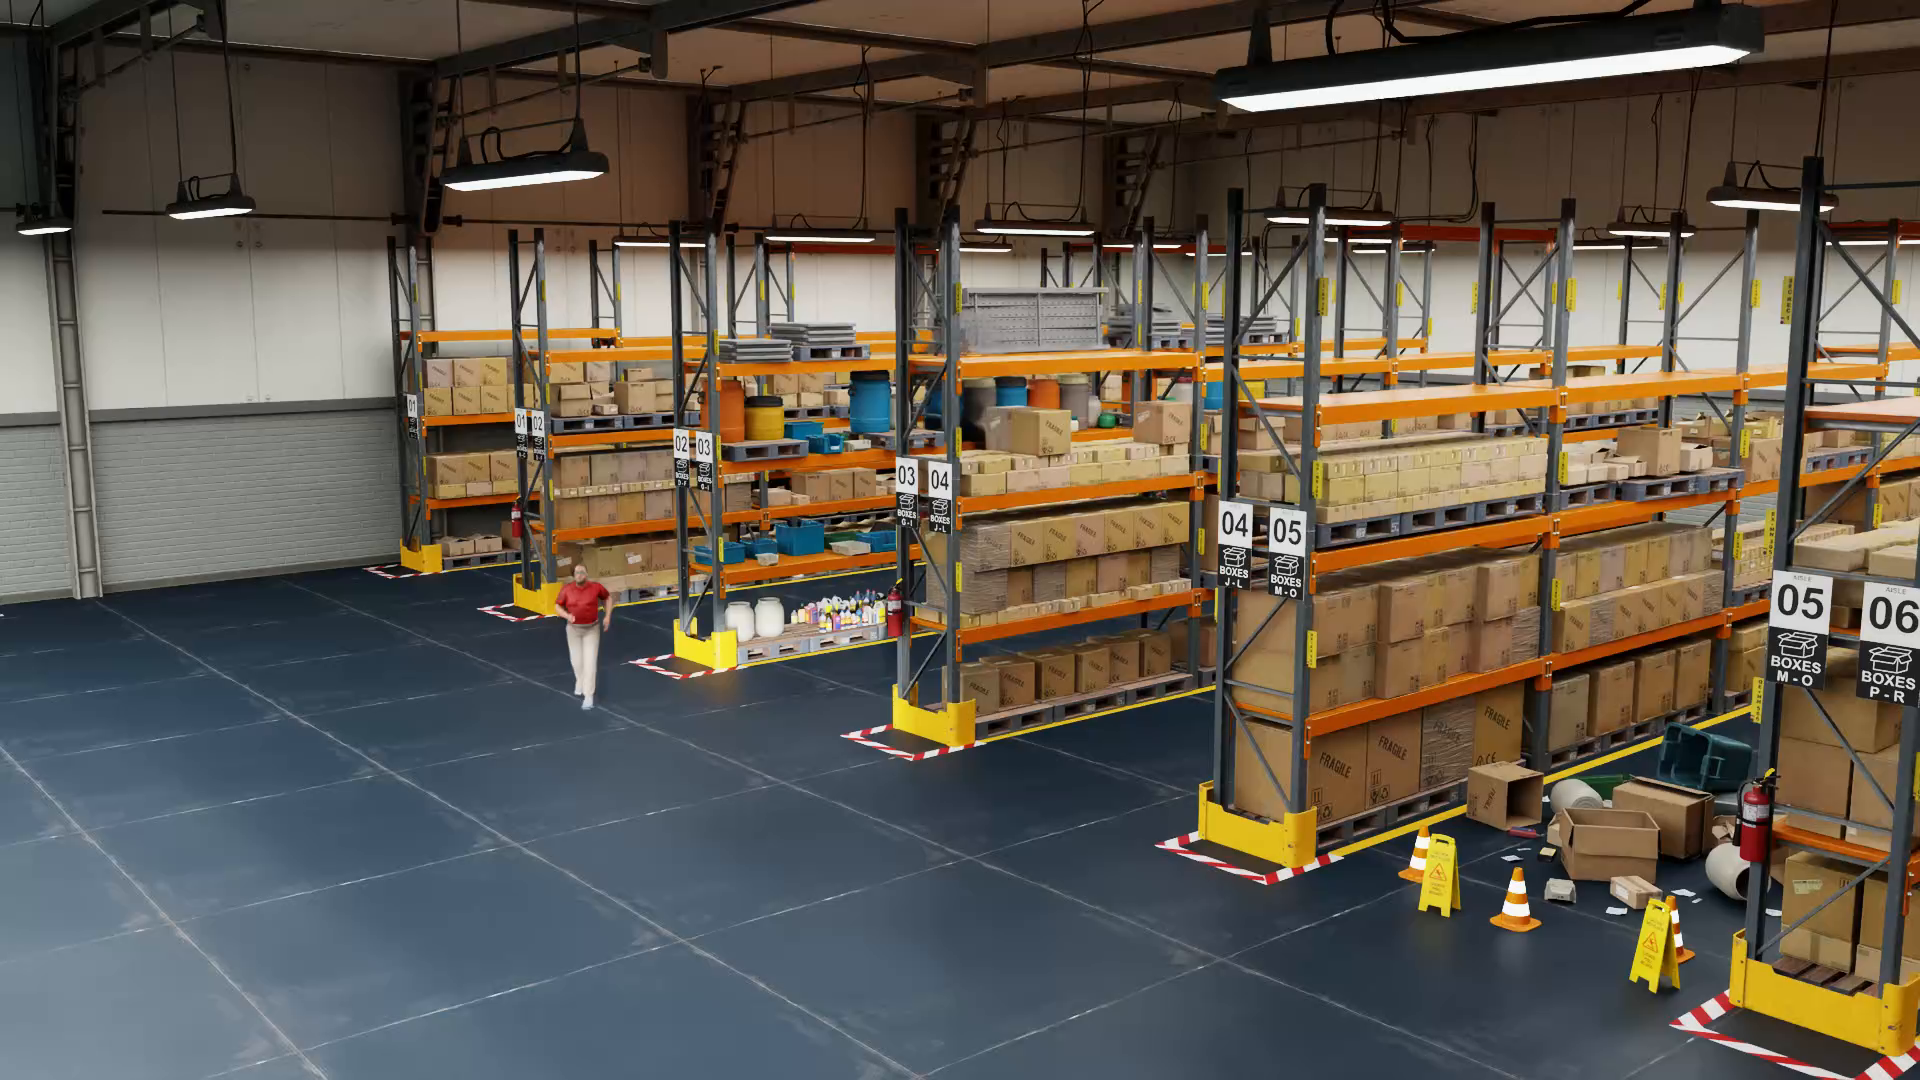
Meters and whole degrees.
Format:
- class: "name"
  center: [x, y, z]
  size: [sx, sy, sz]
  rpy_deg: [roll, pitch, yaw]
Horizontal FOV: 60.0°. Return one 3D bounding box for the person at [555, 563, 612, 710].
- class: "person"
  center: [-4.673, 1.155, 20.655]
  size: [0.684, 1.765, 0.871]
  rpy_deg: [-1, 9, -5]
